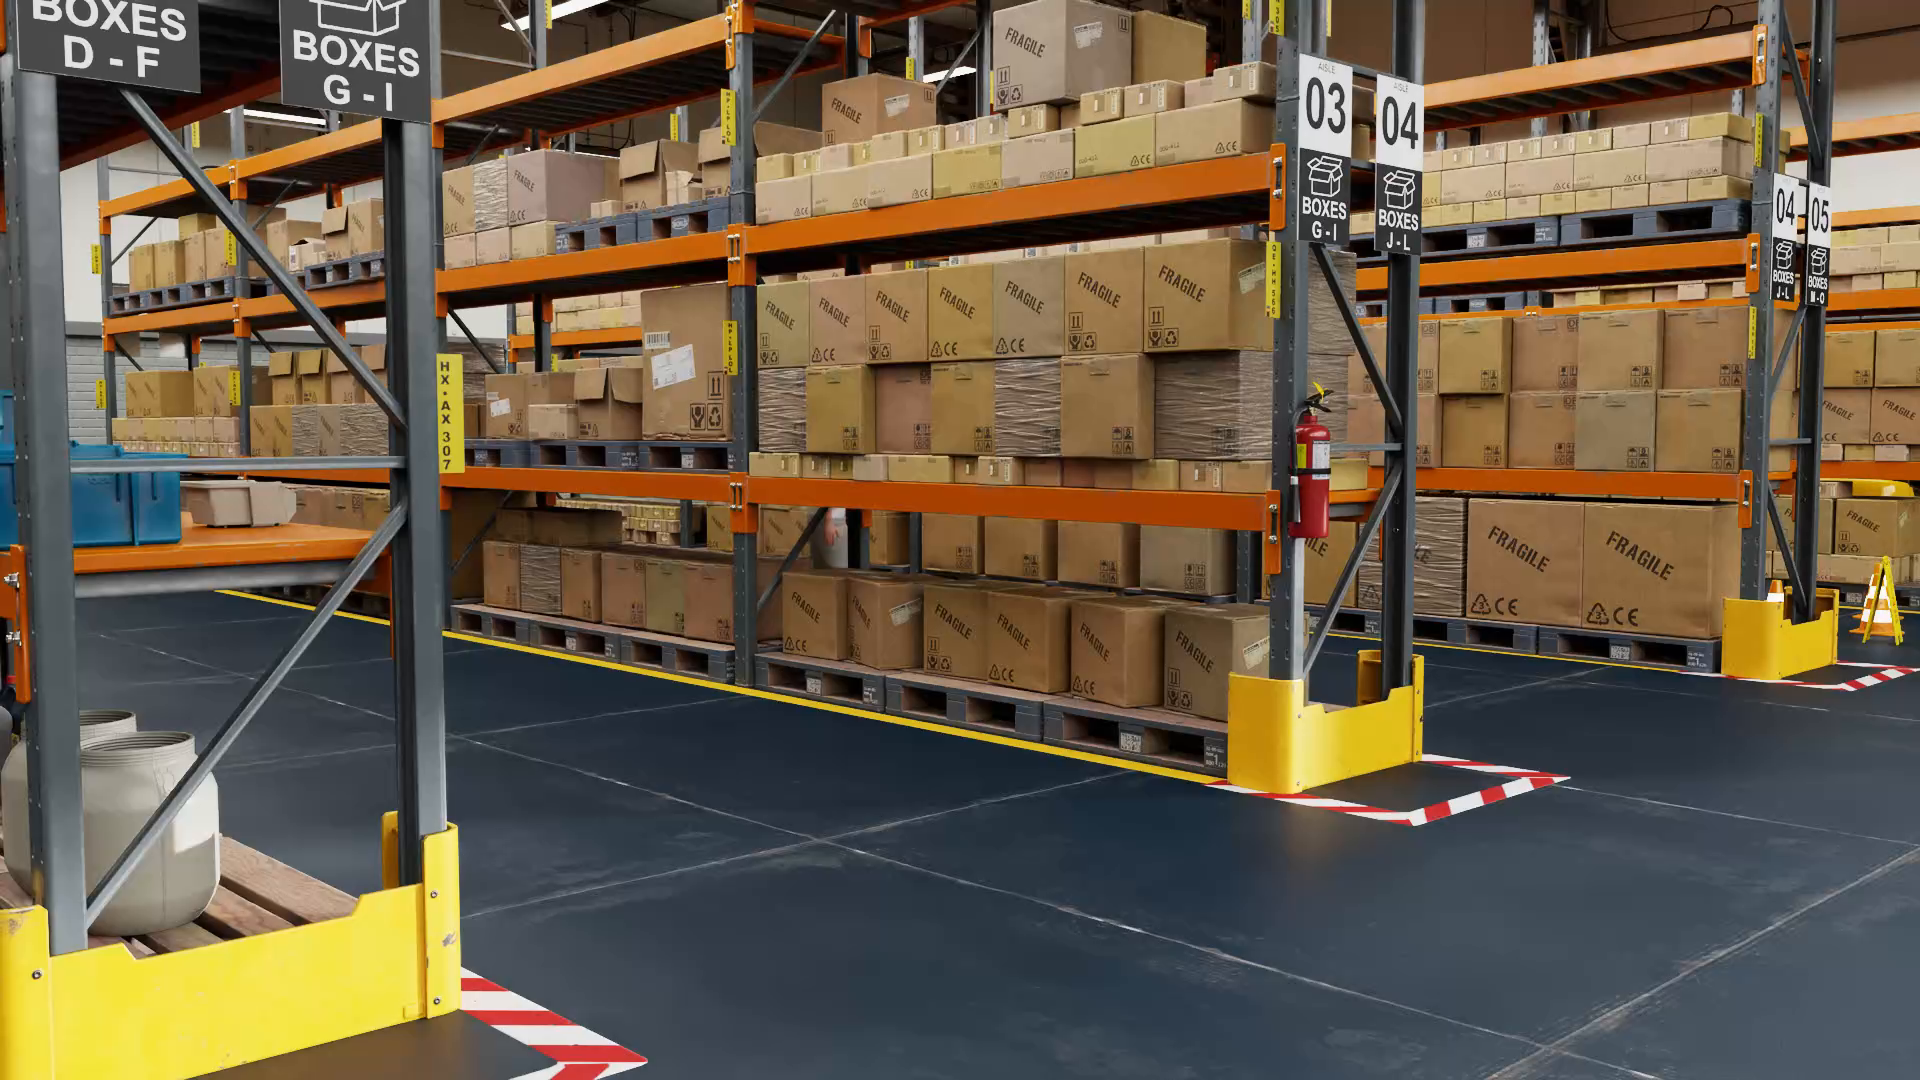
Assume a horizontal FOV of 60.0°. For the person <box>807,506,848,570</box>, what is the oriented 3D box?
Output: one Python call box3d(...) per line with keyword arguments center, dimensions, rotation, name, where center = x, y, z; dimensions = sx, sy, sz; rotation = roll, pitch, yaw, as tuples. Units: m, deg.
box3d(center=(-0.918, -0.144, 12.570), dimensions=(0.668, 1.732, 0.610), rotation=(0, 4, -2), name="person")
